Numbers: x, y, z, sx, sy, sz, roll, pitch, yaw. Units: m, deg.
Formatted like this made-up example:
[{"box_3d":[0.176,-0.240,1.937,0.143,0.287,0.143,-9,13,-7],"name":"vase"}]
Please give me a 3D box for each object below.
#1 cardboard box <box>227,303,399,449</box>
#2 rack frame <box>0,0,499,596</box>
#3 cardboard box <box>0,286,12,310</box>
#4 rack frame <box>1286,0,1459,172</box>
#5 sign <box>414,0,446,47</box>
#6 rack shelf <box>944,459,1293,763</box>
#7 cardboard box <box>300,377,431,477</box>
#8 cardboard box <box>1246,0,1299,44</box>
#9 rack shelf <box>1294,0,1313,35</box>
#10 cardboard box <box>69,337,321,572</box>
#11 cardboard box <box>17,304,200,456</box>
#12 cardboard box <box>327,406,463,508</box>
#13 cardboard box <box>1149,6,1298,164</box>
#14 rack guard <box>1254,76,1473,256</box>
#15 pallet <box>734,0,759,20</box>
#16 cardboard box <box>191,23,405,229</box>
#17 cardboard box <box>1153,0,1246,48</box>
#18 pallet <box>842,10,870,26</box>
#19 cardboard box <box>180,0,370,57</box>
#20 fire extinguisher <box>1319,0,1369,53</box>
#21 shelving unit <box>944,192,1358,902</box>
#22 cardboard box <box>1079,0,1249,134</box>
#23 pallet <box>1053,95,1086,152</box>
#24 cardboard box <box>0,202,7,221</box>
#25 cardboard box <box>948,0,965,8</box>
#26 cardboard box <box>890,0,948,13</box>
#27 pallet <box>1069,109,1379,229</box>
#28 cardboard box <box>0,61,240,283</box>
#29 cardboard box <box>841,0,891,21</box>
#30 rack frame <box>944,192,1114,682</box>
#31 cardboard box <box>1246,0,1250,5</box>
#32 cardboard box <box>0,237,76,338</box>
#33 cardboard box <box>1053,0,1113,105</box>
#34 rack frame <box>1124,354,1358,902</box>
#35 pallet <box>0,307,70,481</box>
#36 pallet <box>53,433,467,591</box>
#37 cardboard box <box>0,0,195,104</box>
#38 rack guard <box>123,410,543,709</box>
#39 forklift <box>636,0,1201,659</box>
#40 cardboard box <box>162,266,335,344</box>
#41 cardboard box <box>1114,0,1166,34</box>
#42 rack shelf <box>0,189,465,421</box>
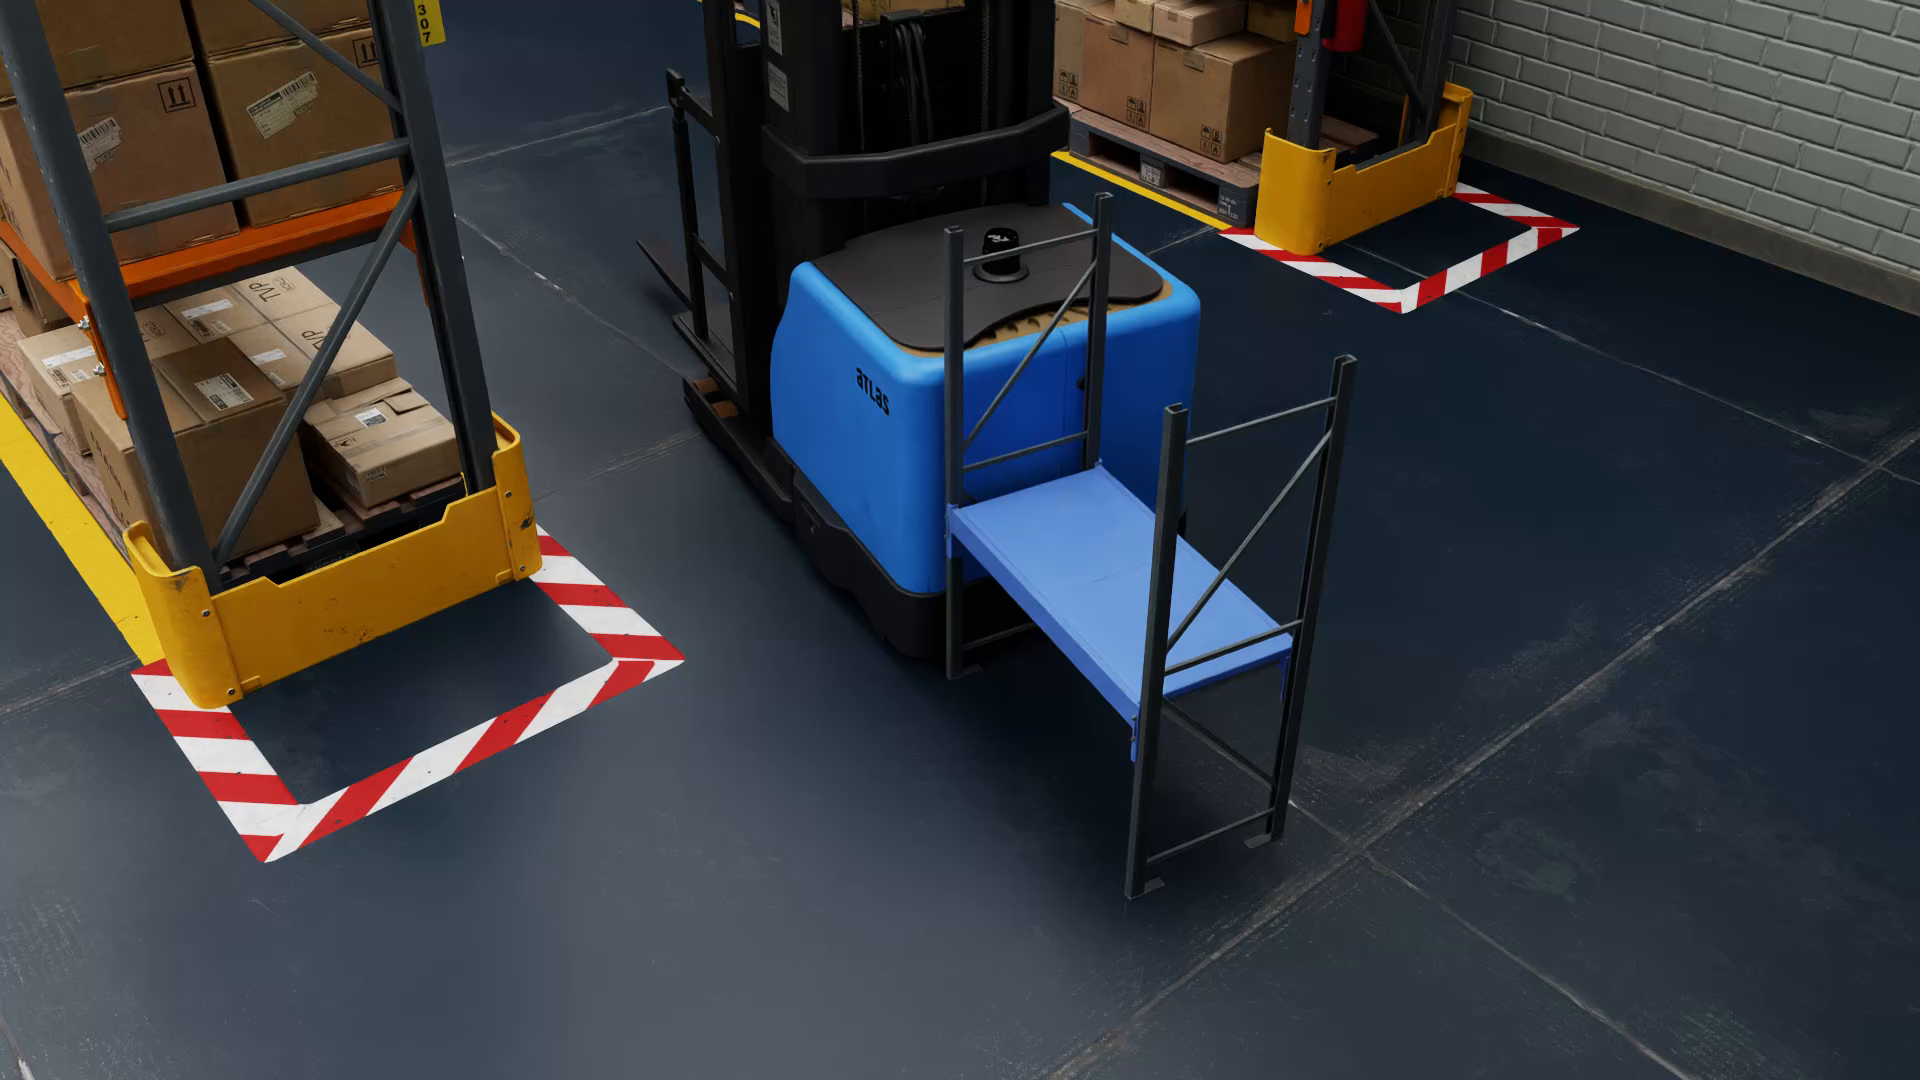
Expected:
[{"box_3d":[-2.352,-0.581,5.973,0.500,0.250,0.500,-26,43,-32],"name":"cardboard box"},{"box_3d":[-1.895,-0.957,4.506,1.000,3.000,0.127,-26,43,-32],"name":"rack frame"},{"box_3d":[-3.805,-1.102,6.781,0.380,0.166,0.250,-26,43,-32],"name":"cardboard box"},{"box_3d":[1.887,-2.806,7.117,1.000,3.000,0.127,-26,43,-32],"name":"rack frame"},{"box_3d":[-1.480,-1.512,4.541,0.100,0.325,0.005,-26,43,-32],"name":"sign"},{"box_3d":[0.425,0.156,4.543,0.538,0.185,1.000,-17,39,-23],"name":"rack shelf"},{"box_3d":[-2.064,-0.403,5.795,0.380,0.166,0.250,-26,43,-32],"name":"cardboard box"},{"box_3d":[1.592,-2.513,7.941,0.380,0.149,0.250,-26,43,-31],"name":"cardboard box"},{"box_3d":[0.596,-3.395,8.571,1.077,0.370,4.000,-26,43,-32],"name":"rack shelf"},{"box_3d":[-2.434,-0.264,5.310,0.500,0.500,0.500,-26,43,-32],"name":"cardboard box"},{"box_3d":[-3.024,-0.593,5.990,0.500,0.250,0.500,-26,43,-32],"name":"cardboard box"},{"box_3d":[-1.903,-0.286,5.644,0.380,0.149,0.250,-26,43,-32],"name":"cardboard box"},{"box_3d":[1.359,-2.229,8.101,0.700,0.500,0.500,-26,43,-32],"name":"cardboard box"},{"box_3d":[1.902,-1.775,7.824,1.175,0.500,0.348,-26,43,-32],"name":"rack guard"},{"box_3d":[-1.250,-3.747,10.857,1.003,0.211,1.213,-26,43,-32],"name":"pallet"},{"box_3d":[-1.980,-1.292,4.892,0.500,0.500,0.500,-25,42,-31],"name":"cardboard box"},{"box_3d":[1.137,-2.482,7.898,0.380,0.149,0.250,-27,43,-32],"name":"cardboard box"},{"box_3d":[-0.263,-3.069,9.901,1.003,0.211,1.213,-26,43,-32],"name":"pallet"},{"box_3d":[-1.980,-1.700,4.603,0.500,0.500,0.500,-25,42,-30],"name":"cardboard box"},{"box_3d":[1.632,-2.383,6.910,0.296,0.674,0.183,-26,43,-32],"name":"fire extinguisher"},{"box_3d":[0.425,0.009,4.439,0.538,1.500,1.048,-17,39,-23],"name":"shelving unit"},{"box_3d":[1.036,-2.450,8.413,0.700,0.500,0.500,-26,43,-32],"name":"cardboard box"},{"box_3d":[0.528,-2.530,9.140,1.003,0.211,1.213,-26,43,-32],"name":"pallet"},{"box_3d":[-2.729,-1.321,4.934,0.500,0.500,0.500,-26,43,-31],"name":"cardboard box"},{"box_3d":[0.361,-2.904,9.055,0.700,0.500,0.500,-25,42,-31],"name":"cardboard box"},{"box_3d":[0.032,-3.132,9.376,0.700,0.500,0.500,-26,43,-32],"name":"cardboard box"},{"box_3d":[1.311,-1.992,8.380,1.003,0.211,1.213,-26,43,-32],"name":"pallet"},{"box_3d":[-2.392,-1.094,4.612,0.500,0.500,0.500,-25,42,-30],"name":"cardboard box"},{"box_3d":[-0.290,-3.355,9.691,0.700,0.500,0.500,-25,43,-31],"name":"cardboard box"},{"box_3d":[0.185,-0.250,4.805,0.500,1.500,0.032,-17,39,-23],"name":"rack frame"},{"box_3d":[1.265,-2.736,8.257,0.380,0.149,0.250,-26,43,-32],"name":"cardboard box"},{"box_3d":[-3.260,-1.056,6.425,0.797,0.503,0.637,-26,43,-32],"name":"cardboard box"},{"box_3d":[0.711,-2.672,8.726,0.700,0.500,0.500,-28,44,-33],"name":"cardboard box"},{"box_3d":[0.664,0.268,4.073,0.500,1.500,0.032,-17,39,-23],"name":"rack frame"},{"box_3d":[-3.242,-0.742,6.616,1.003,0.211,1.213,-26,43,-32],"name":"pallet"},{"box_3d":[-2.459,-0.204,5.855,1.003,0.211,1.213,-26,43,-32],"name":"pallet"},{"box_3d":[-2.392,-1.499,4.320,0.500,0.500,0.500,-26,43,-32],"name":"cardboard box"},{"box_3d":[-1.944,0.030,5.275,1.175,0.500,0.348,-26,43,-32],"name":"rack guard"},{"box_3d":[-0.403,-1.665,5.565,1.130,2.935,3.031,-17,39,-23],"name":"forklift"},{"box_3d":[-2.674,-0.802,6.285,0.500,0.250,0.500,-26,43,-32],"name":"cardboard box"},{"box_3d":[0.971,-2.595,8.057,0.380,0.149,0.250,-25,42,-31],"name":"cardboard box"},{"box_3d":[-3.185,-1.546,5.960,1.077,0.370,4.000,-26,43,-32],"name":"rack shelf"}]
